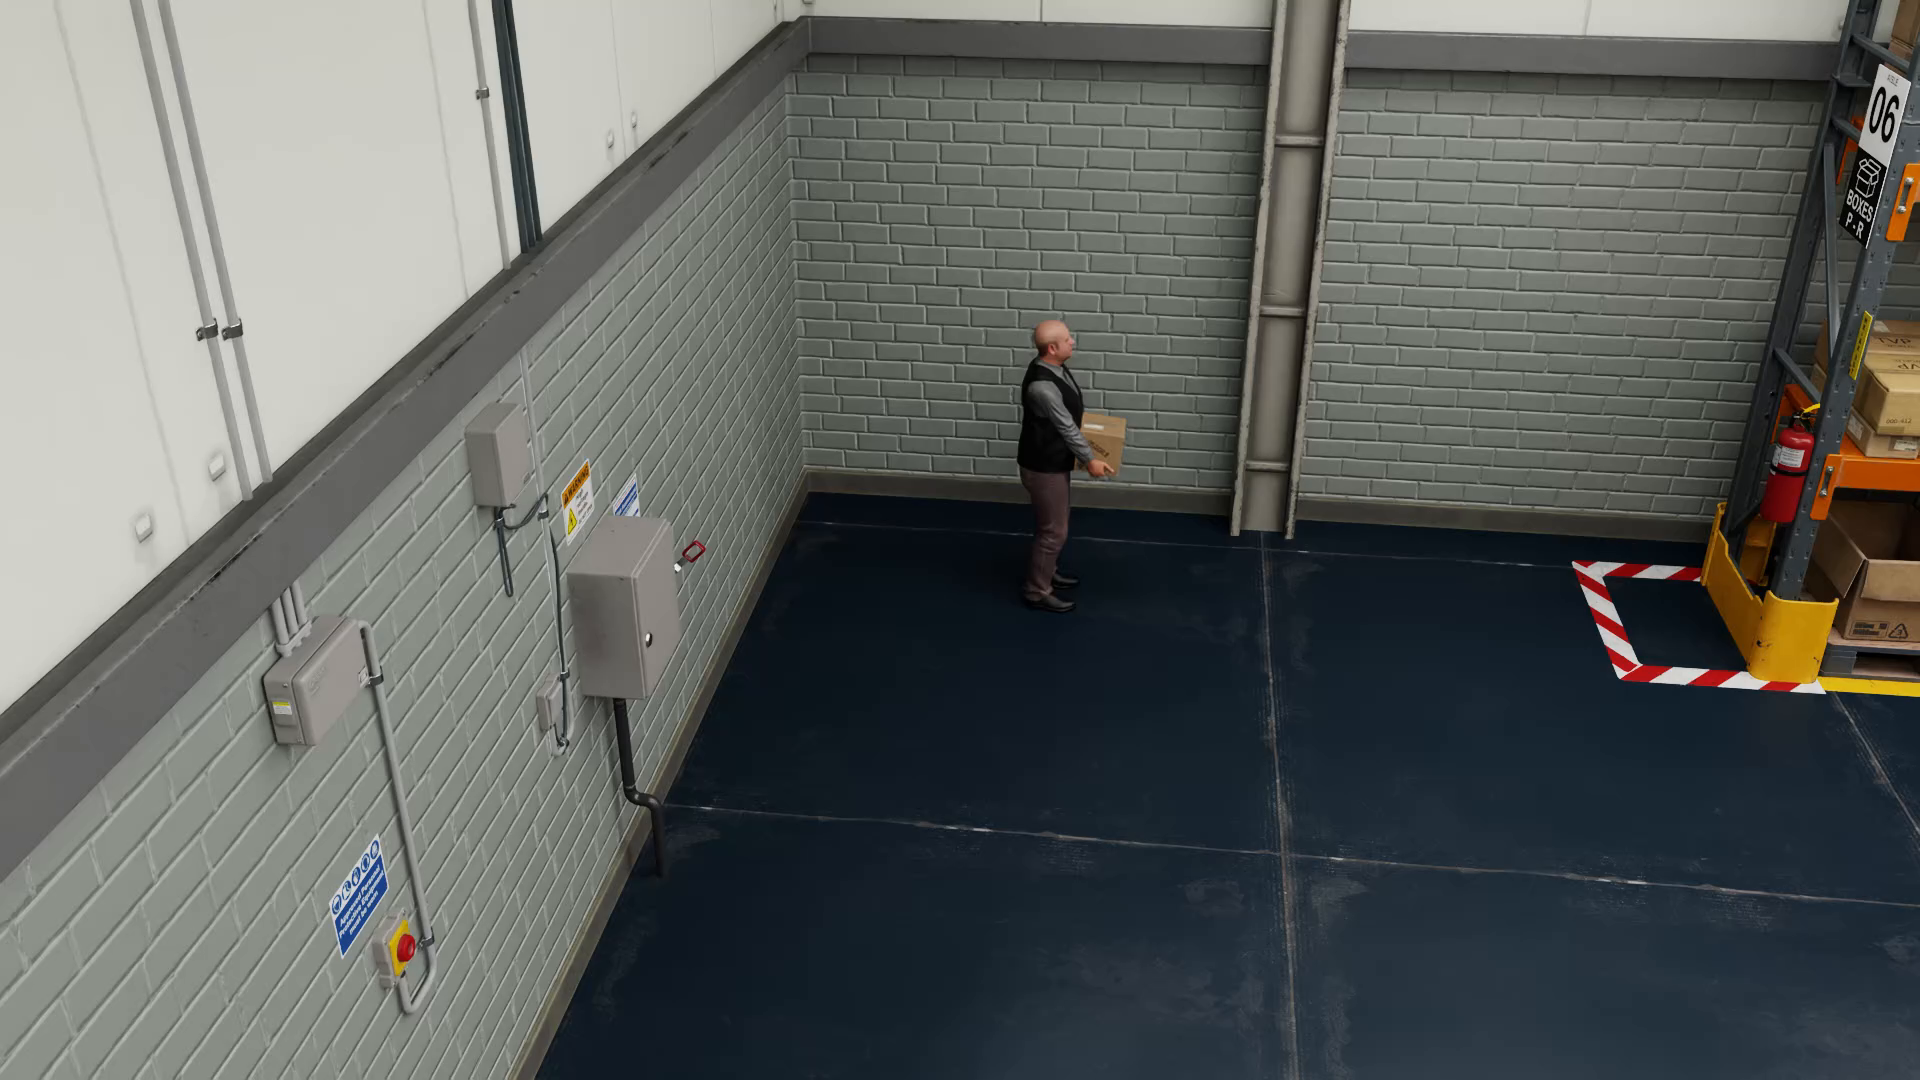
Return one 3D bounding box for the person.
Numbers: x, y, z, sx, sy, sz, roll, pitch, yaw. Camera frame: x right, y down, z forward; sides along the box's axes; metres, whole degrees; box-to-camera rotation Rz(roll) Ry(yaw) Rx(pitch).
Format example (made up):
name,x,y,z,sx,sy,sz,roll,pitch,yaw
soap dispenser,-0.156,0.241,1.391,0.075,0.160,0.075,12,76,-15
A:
name,x,y,z,sx,sy,sz,roll,pitch,yaw
person,0.602,-0.430,9.454,0.550,1.718,0.495,3,28,6
